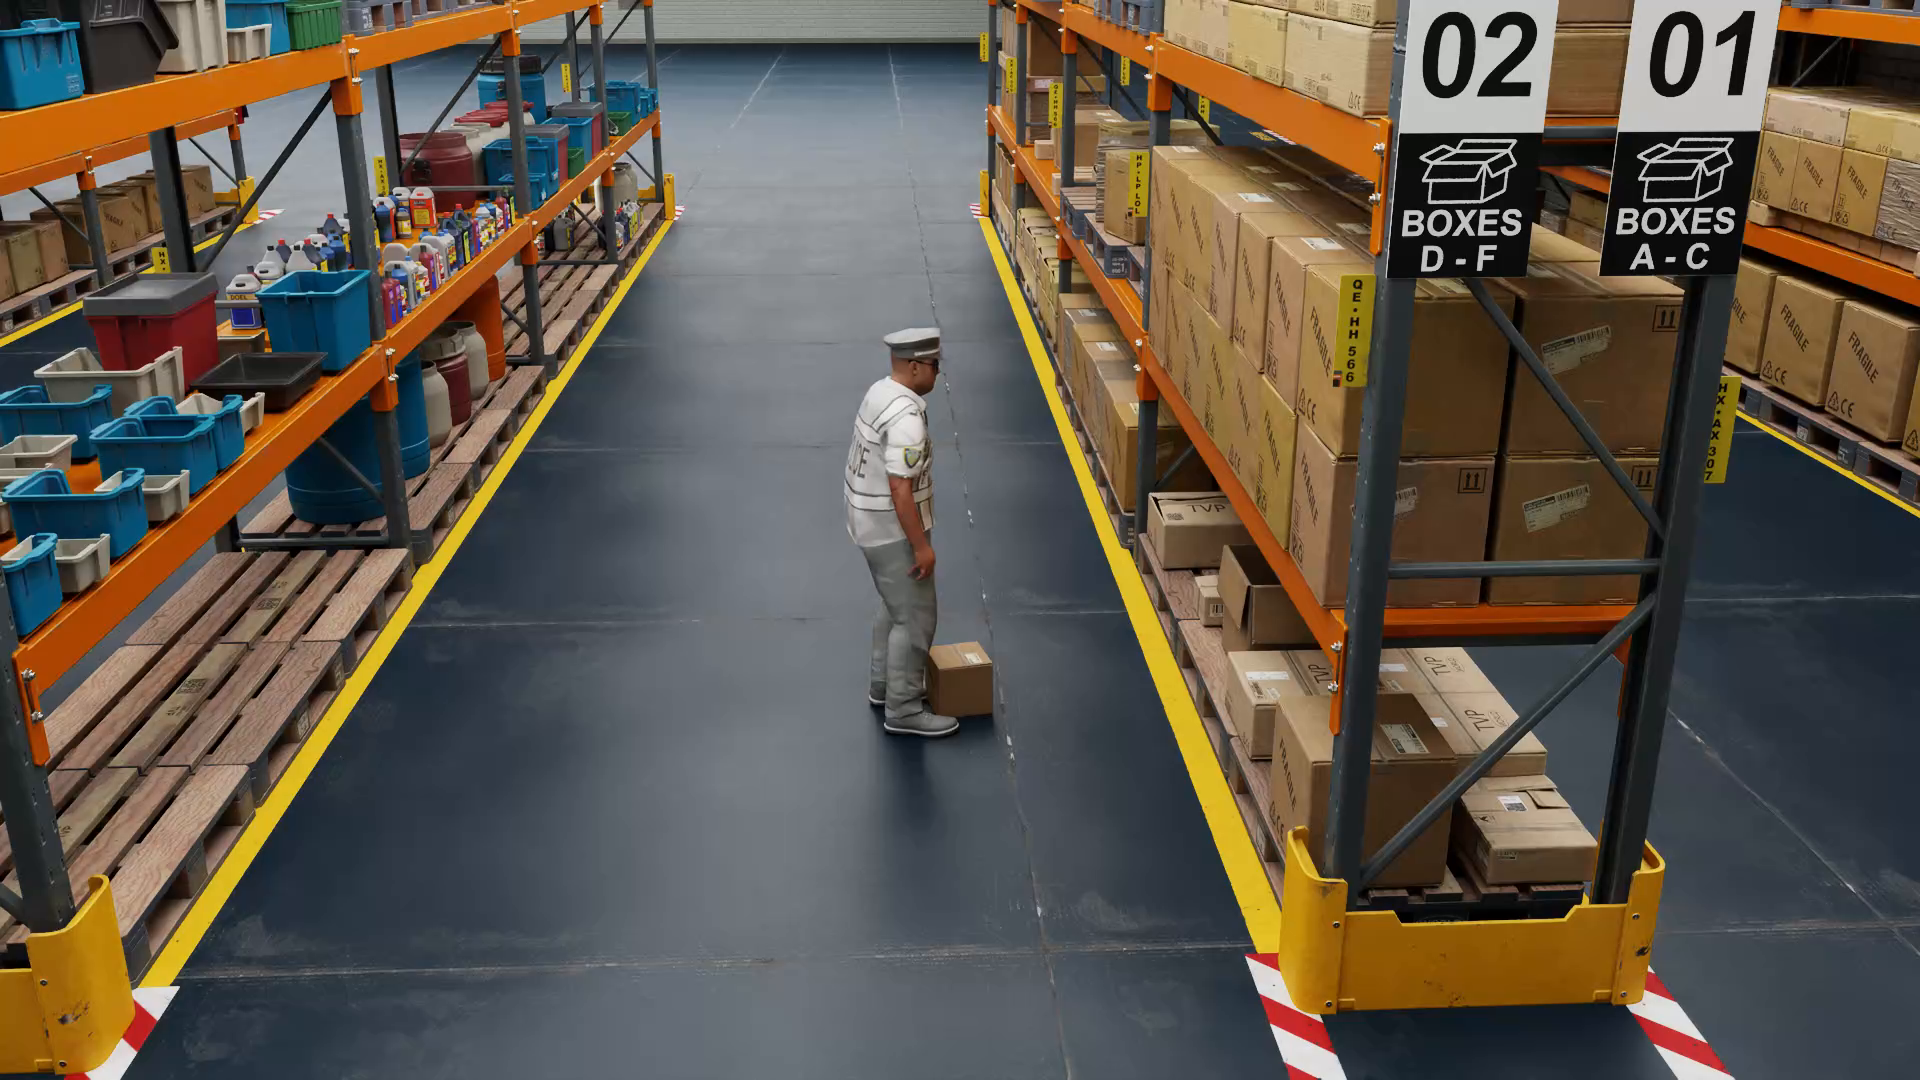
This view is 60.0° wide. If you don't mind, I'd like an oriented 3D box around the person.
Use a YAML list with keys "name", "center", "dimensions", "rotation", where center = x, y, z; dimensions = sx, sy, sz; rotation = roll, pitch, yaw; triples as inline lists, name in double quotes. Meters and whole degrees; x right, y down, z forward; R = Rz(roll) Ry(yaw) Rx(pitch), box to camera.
- name: "person"
  center: [-0.268, -0.045, 7.185]
  dimensions: [0.434, 1.749, 0.585]
  rotation: [-4, 21, -12]
